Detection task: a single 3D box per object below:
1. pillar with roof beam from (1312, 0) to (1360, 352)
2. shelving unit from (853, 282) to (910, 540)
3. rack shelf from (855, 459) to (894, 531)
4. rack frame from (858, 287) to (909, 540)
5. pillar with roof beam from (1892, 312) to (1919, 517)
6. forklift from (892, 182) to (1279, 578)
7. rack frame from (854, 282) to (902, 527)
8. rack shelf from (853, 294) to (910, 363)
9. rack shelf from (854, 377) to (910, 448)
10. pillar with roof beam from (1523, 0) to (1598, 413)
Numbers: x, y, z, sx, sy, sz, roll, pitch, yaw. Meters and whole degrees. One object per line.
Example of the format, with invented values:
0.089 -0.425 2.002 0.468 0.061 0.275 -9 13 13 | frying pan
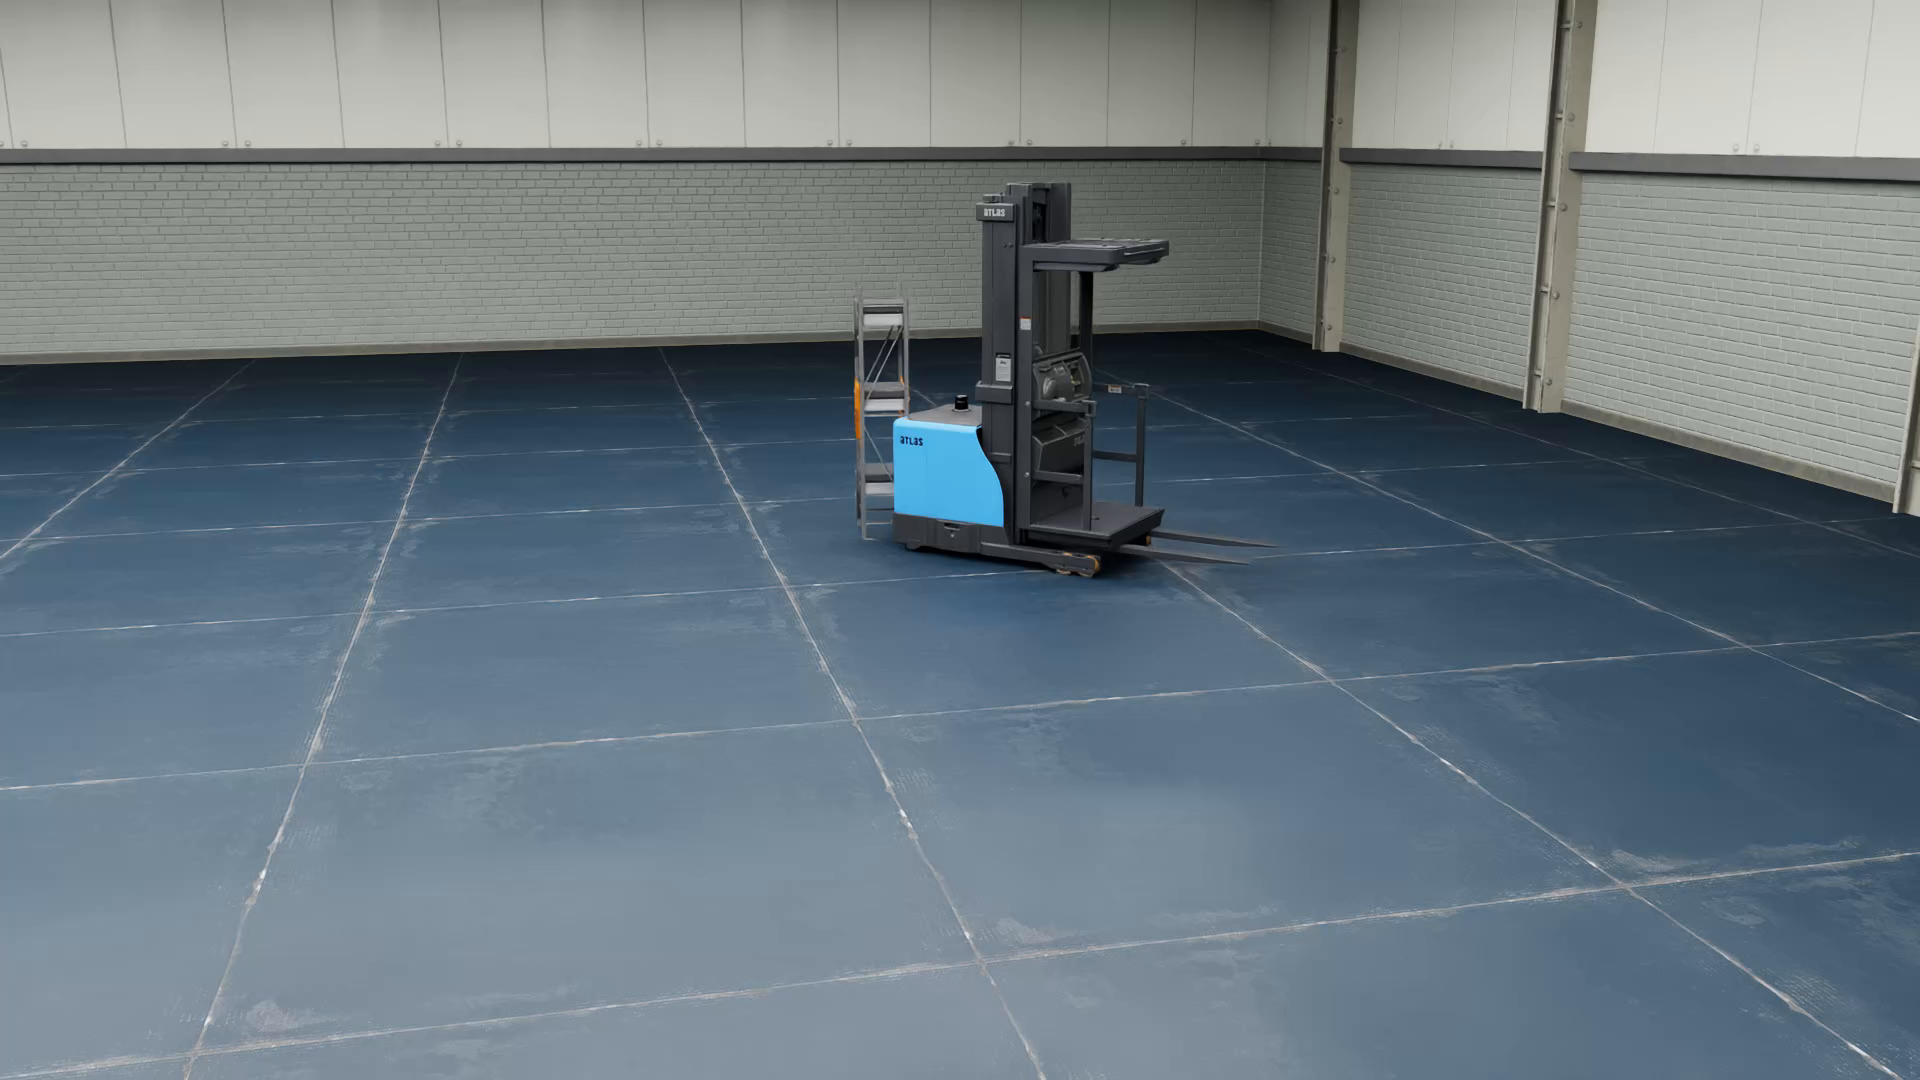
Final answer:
1.578 -7.116 24.094 9.100 9.000 0.400 -3 14 -13 | pillar with roof beam
-0.655 -1.085 13.943 0.431 2.100 0.503 -2 14 -8 | shelving unit
-0.655 -0.392 14.113 0.431 0.518 0.480 -2 14 -8 | rack shelf
-0.623 -1.027 13.708 0.400 2.100 0.015 -2 14 -8 | rack frame
4.396 -4.348 12.763 9.100 9.000 0.400 -3 14 -13 | pillar with roof beam
0.984 -1.280 12.989 3.031 2.935 1.130 8 16 29 | forklift
-0.688 -1.142 14.178 0.400 2.100 0.015 -2 14 -8 | rack frame
-0.655 -1.752 13.780 0.431 0.518 0.480 -2 14 -8 | rack shelf
-0.655 -1.072 13.946 0.431 0.518 0.480 -2 14 -8 | rack shelf
2.987 -5.732 18.429 9.100 9.000 0.400 -3 14 -13 | pillar with roof beam
